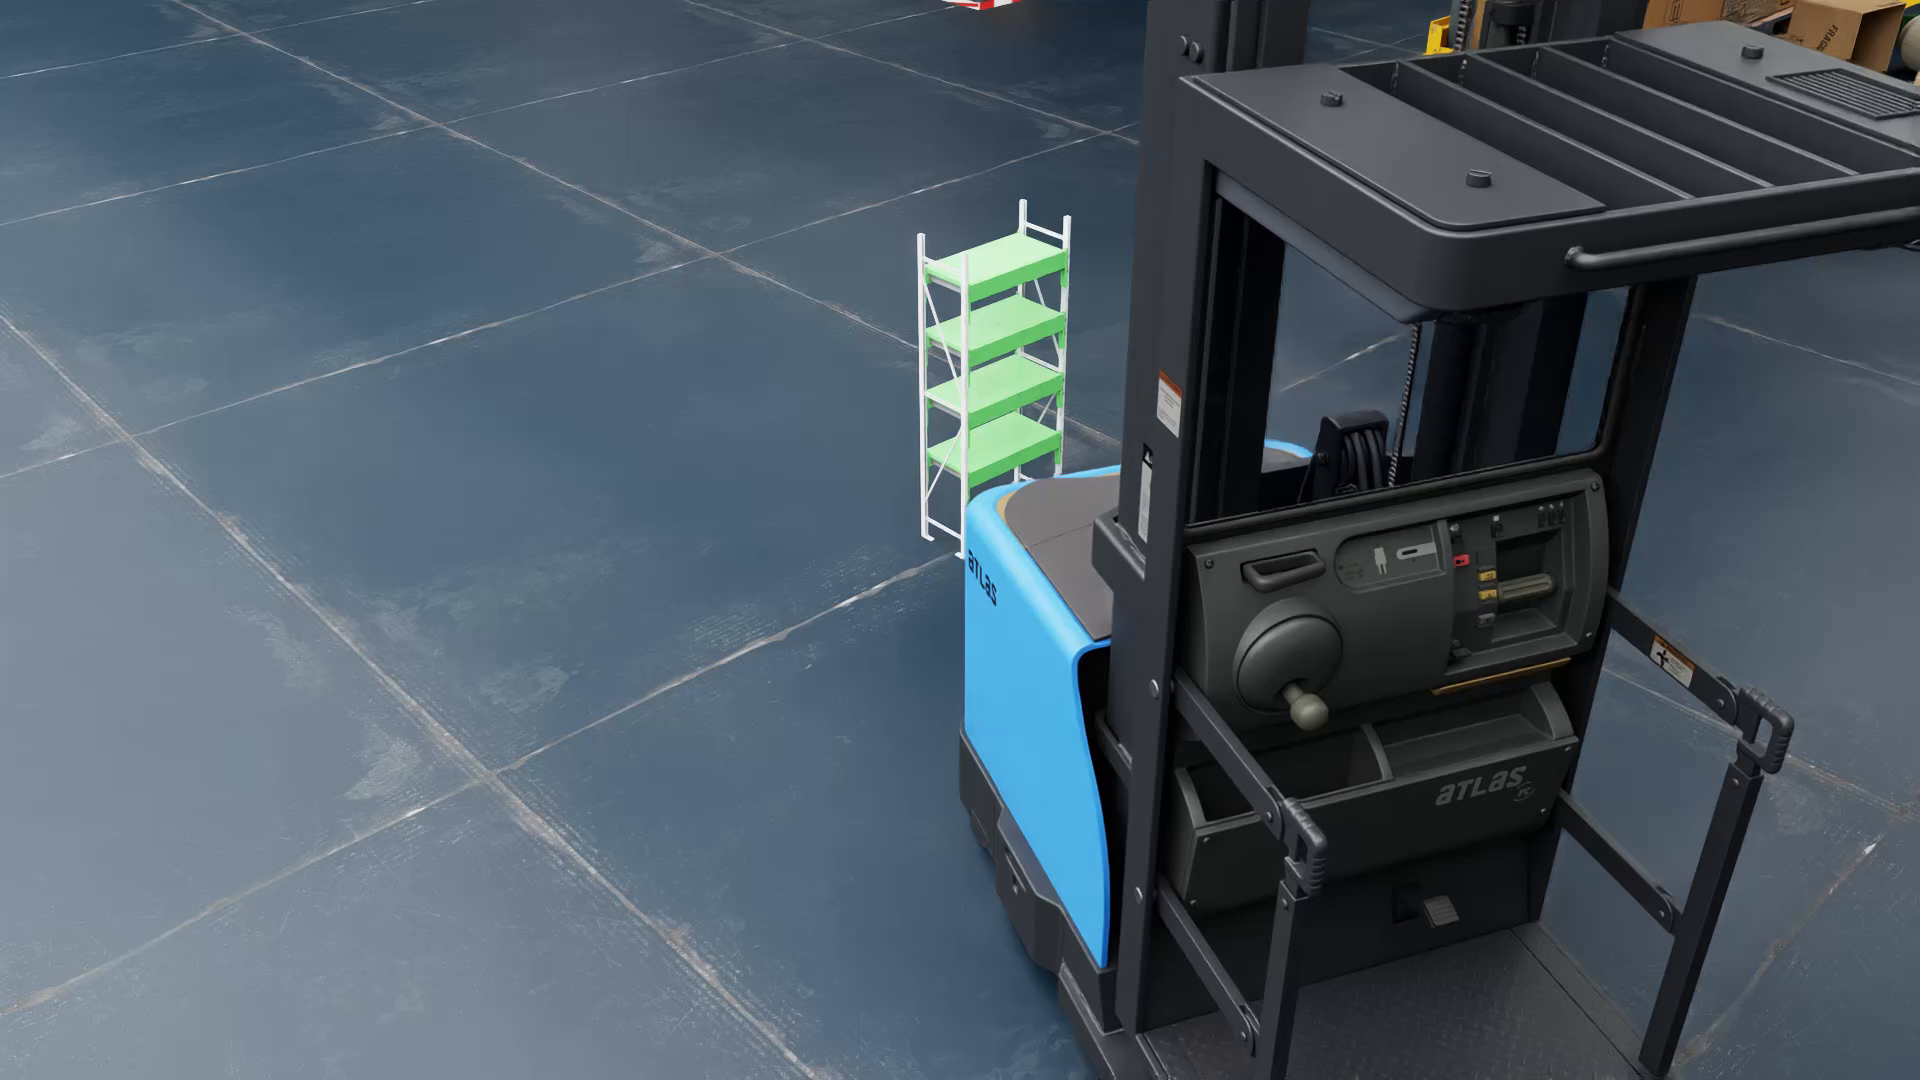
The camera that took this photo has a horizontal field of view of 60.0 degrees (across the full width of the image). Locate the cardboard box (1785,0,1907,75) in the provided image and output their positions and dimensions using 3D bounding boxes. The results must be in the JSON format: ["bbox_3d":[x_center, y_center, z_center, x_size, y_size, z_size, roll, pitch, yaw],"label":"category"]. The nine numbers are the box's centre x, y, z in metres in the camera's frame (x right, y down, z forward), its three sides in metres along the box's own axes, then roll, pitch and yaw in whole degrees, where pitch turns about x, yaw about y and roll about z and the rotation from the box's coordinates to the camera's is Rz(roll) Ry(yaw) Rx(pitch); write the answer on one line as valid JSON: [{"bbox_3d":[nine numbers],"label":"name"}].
[{"bbox_3d":[6.052,-3.455,11.418,0.500,0.500,0.500,-19,36,-28],"label":"cardboard box"}]

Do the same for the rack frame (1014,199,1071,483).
[{"bbox_3d":[0.300,-0.657,6.175,0.015,1.200,0.240,-26,40,-35],"label":"rack frame"}]

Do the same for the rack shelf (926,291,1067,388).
[{"bbox_3d":[0.121,-0.721,5.941,0.480,0.148,0.258,-26,40,-35],"label":"rack shelf"}]

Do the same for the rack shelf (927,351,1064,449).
[{"bbox_3d":[0.121,-0.516,6.066,0.480,0.148,0.258,-26,40,-35],"label":"rack shelf"}]

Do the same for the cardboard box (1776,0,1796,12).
[{"bbox_3d":[5.983,-4.540,12.433,0.875,0.875,0.875,-25,39,-35],"label":"cardboard box"}]

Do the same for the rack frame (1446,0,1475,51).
[{"bbox_3d":[3.559,-4.044,9.989,0.127,3.000,1.000,-26,40,-35],"label":"rack frame"}]

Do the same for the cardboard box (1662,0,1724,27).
[{"bbox_3d":[4.655,-3.896,11.380,0.875,0.875,0.875,-27,40,-36],"label":"cardboard box"}]

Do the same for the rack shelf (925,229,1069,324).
[{"bbox_3d":[0.121,-0.926,5.816,0.480,0.148,0.258,-26,40,-35],"label":"rack shelf"}]

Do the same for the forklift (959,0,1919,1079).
[{"bbox_3d":[0.970,0.174,3.156,1.130,2.935,3.031,-11,33,-17],"label":"forklift"}]

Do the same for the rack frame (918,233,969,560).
[{"bbox_3d":[-0.058,-0.484,5.891,0.015,1.200,0.240,-26,40,-35],"label":"rack frame"}]

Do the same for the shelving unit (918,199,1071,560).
[{"bbox_3d":[0.121,-0.571,6.033,0.503,1.200,0.258,-26,40,-35],"label":"shelving unit"}]

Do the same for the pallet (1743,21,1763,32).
[{"bbox_3d":[4.987,-3.599,11.933,1.213,0.211,1.003,-26,40,-35],"label":"pallet"}]

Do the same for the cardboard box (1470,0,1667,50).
[{"bbox_3d":[4.011,-3.583,10.868,0.875,0.875,0.875,-26,40,-35],"label":"cardboard box"}]

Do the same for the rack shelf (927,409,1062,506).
[{"bbox_3d":[0.121,-0.311,6.192,0.480,0.148,0.258,-26,40,-35],"label":"rack shelf"}]

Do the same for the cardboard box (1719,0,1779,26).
[{"bbox_3d":[5.325,-4.218,11.908,0.875,0.875,0.875,-25,40,-35],"label":"cardboard box"}]

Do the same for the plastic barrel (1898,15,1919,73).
[{"bbox_3d":[6.703,-3.375,11.363,0.421,0.421,0.512,-1,31,-2],"label":"plastic barrel"}]

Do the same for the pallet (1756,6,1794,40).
[{"bbox_3d":[5.881,-4.034,12.644,1.213,0.211,1.003,-26,40,-35],"label":"pallet"}]

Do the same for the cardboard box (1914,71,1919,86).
[{"bbox_3d":[6.484,-2.983,10.873,0.258,0.266,0.396,-19,36,-28],"label":"cardboard box"}]

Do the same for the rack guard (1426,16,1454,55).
[{"bbox_3d":[3.542,-2.969,10.627,0.348,0.500,1.175,-26,40,-35],"label":"rack guard"}]

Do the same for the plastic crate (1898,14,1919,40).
[{"bbox_3d":[7.256,-3.725,12.107,0.662,0.188,0.450,-7,22,-11],"label":"plastic crate"}]
